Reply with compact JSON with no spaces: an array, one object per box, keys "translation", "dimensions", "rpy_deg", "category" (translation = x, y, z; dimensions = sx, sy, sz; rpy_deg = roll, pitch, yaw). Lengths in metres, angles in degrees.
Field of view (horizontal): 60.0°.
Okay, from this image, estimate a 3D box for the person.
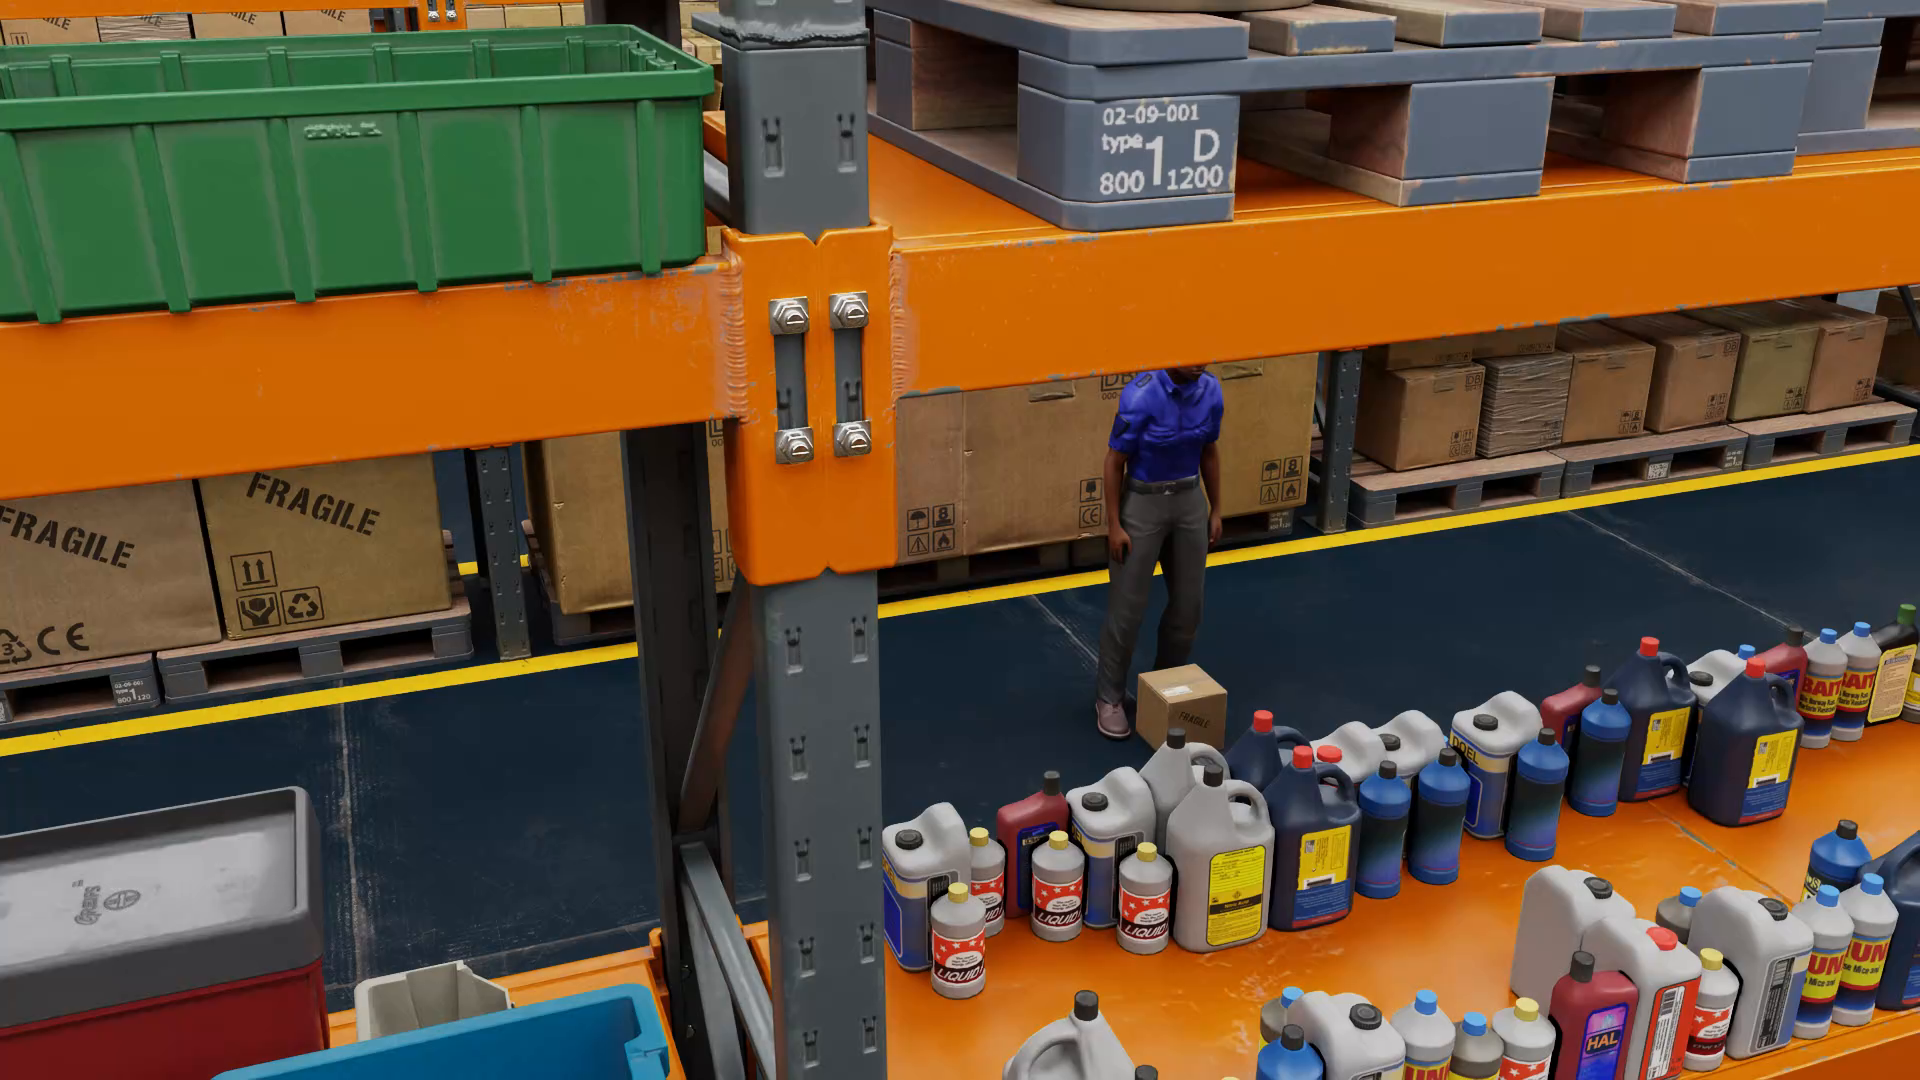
[{"translation":[0.759,-0.076,6.283],"dimensions":[0.531,1.654,0.351],"rpy_deg":[-9,24,-21],"category":"person"}]
